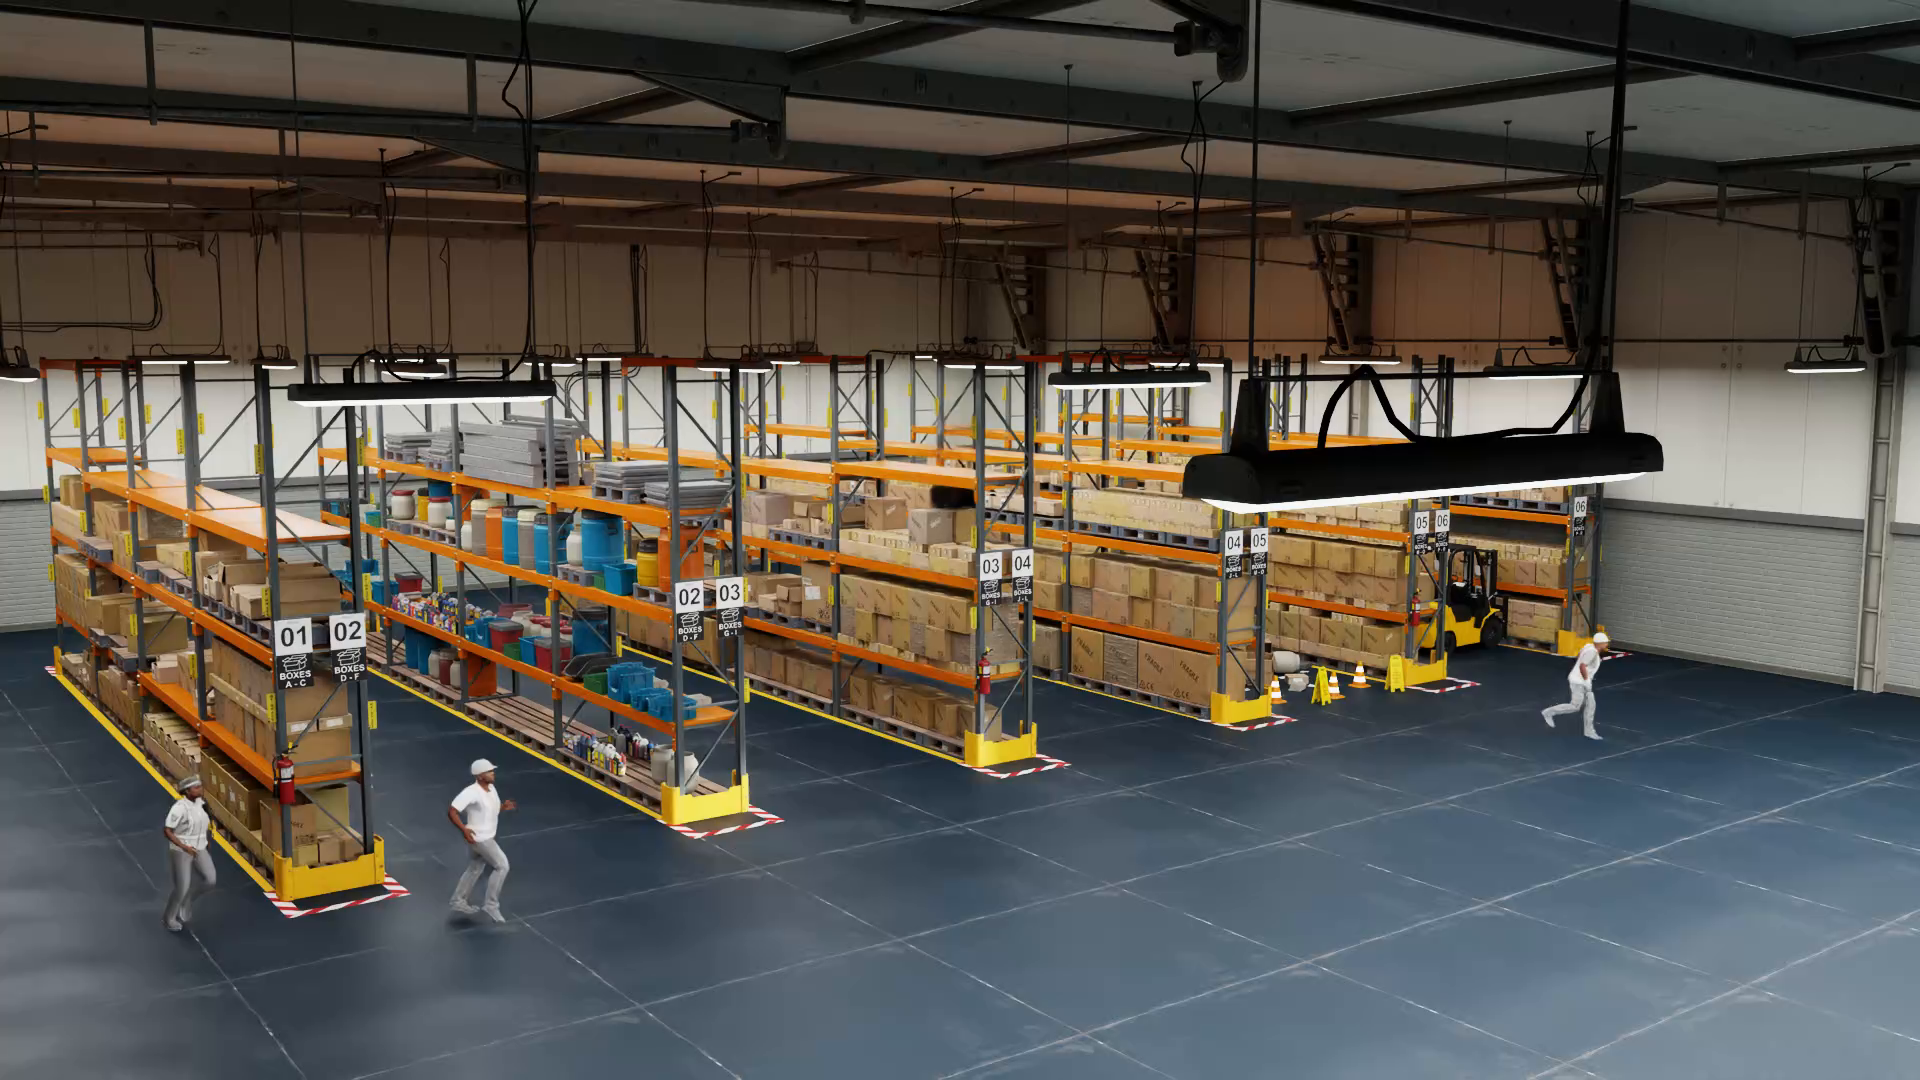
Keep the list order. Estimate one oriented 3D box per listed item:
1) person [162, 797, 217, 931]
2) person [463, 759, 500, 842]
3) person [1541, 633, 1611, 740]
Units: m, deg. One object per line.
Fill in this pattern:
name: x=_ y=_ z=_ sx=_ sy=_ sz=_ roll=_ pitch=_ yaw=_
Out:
person: x=-8.345 y=3.493 z=18.035 sx=0.539 sy=1.388 sz=0.505 roll=3 pitch=7 yaw=22
person: x=-5.225 y=2.819 z=18.169 sx=0.371 sy=0.872 sz=0.438 roll=-1 pitch=7 yaw=-5
person: x=9.839 y=2.318 z=26.586 sx=1.000 sy=1.727 sz=0.441 roll=2 pitch=7 yaw=14
